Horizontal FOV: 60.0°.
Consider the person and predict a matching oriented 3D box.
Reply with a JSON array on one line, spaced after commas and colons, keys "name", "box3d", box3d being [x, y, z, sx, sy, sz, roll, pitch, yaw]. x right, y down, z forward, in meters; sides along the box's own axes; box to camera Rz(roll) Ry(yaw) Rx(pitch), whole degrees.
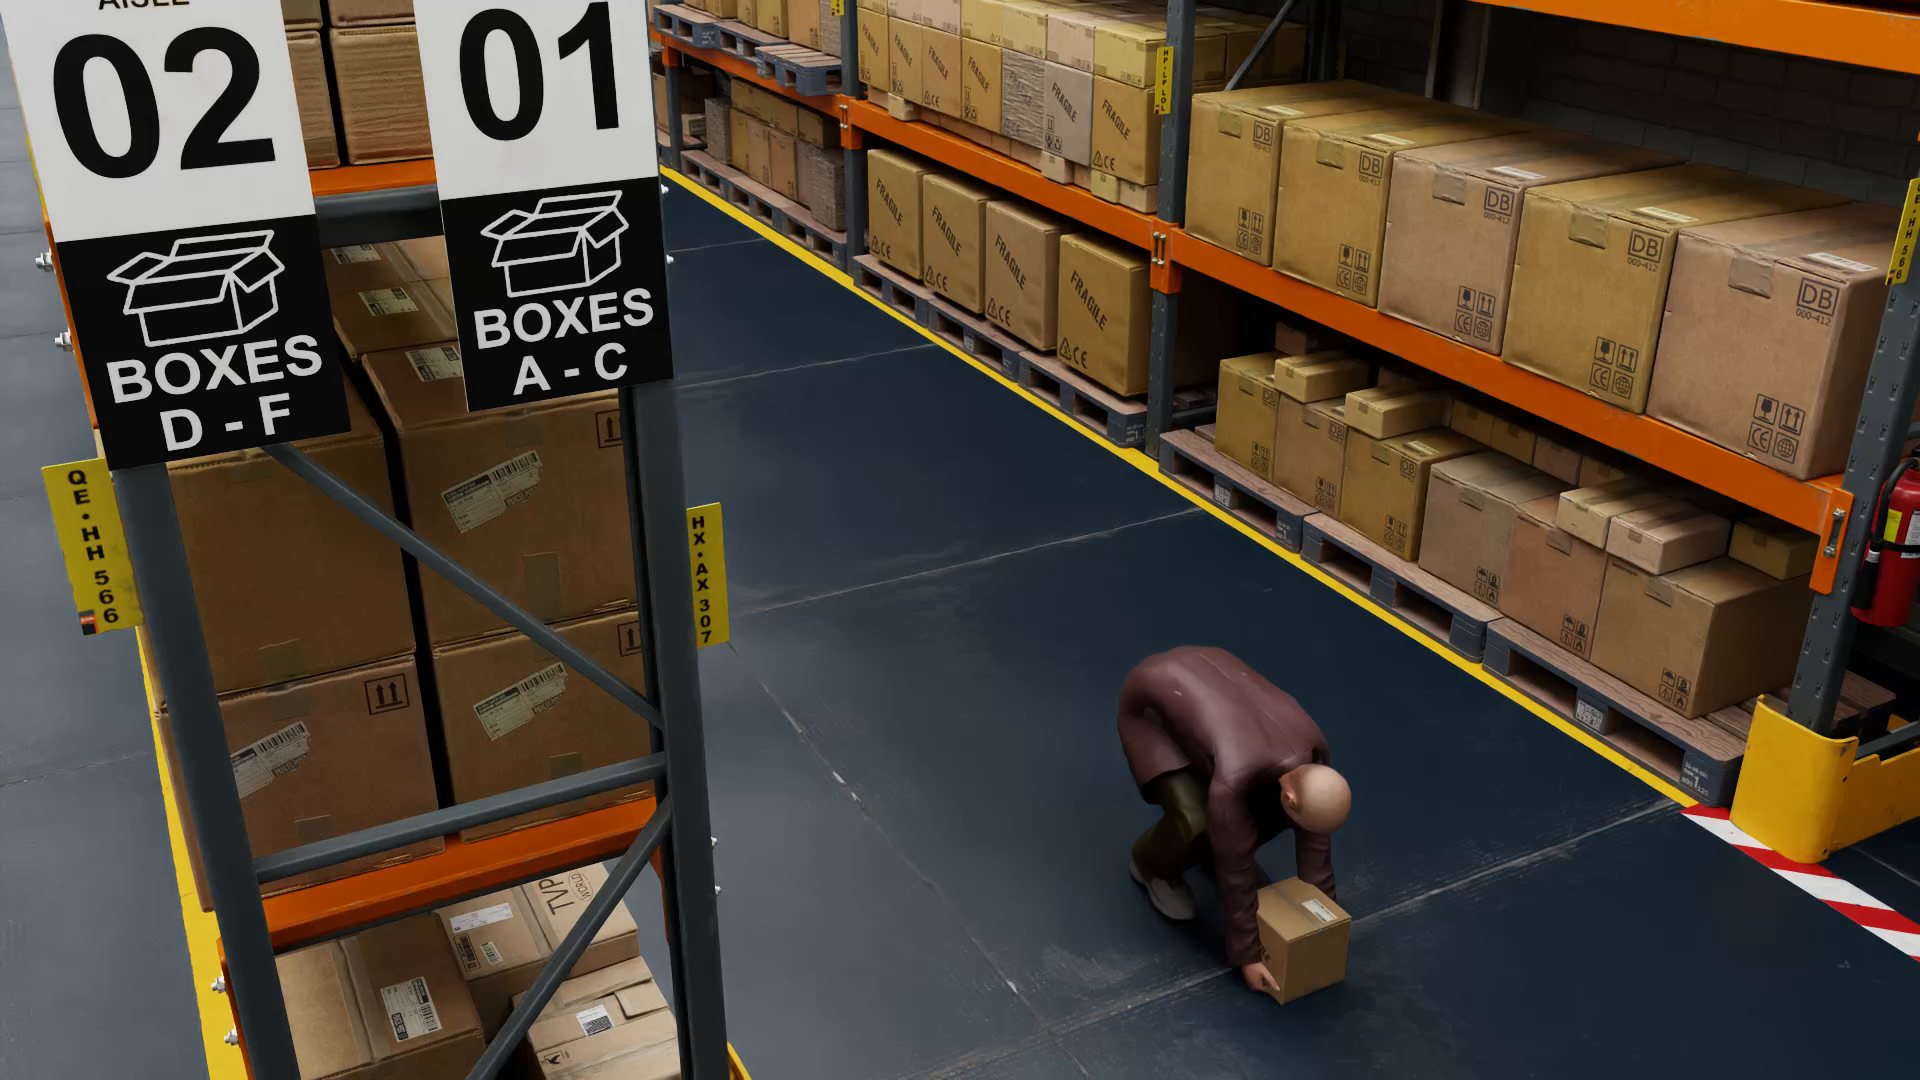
[{"name": "person", "box3d": [0.884, 0.850, 5.395, 0.593, 0.898, 0.953, -14, 29, -27]}]
